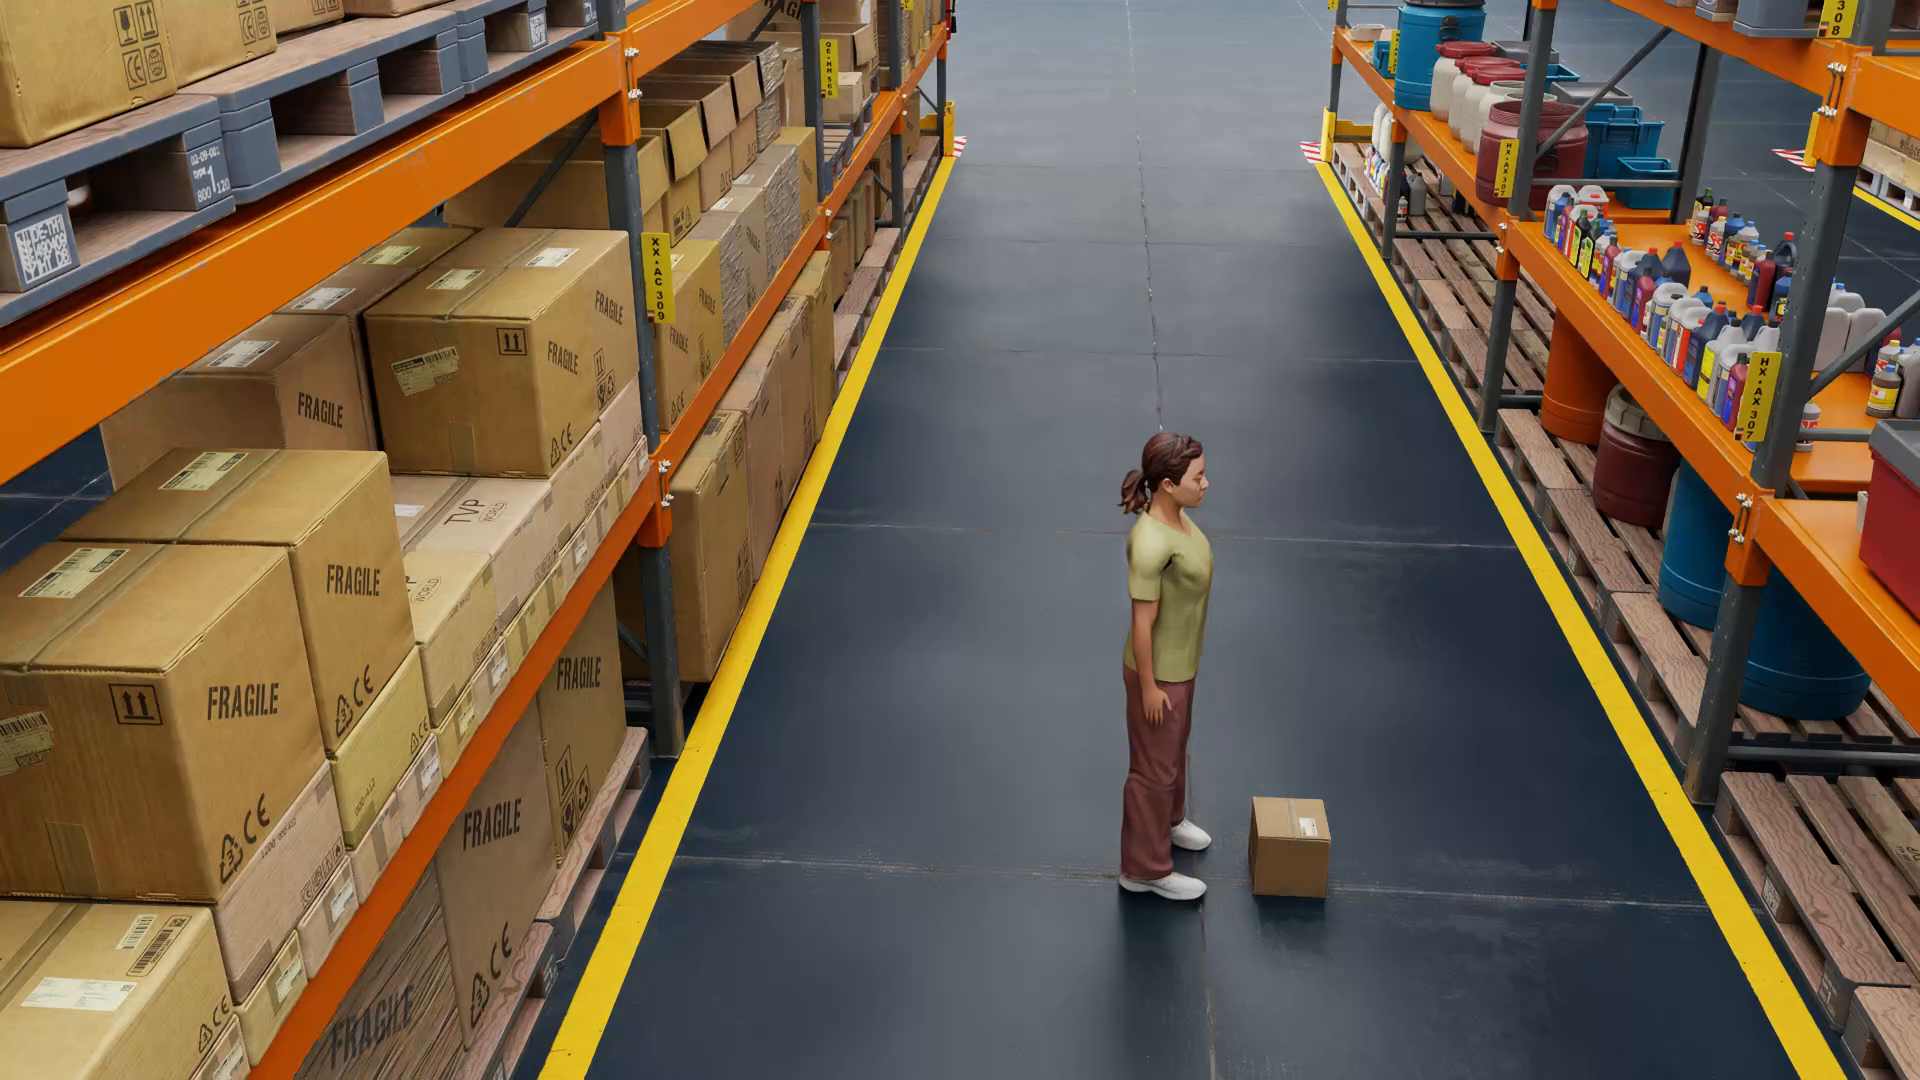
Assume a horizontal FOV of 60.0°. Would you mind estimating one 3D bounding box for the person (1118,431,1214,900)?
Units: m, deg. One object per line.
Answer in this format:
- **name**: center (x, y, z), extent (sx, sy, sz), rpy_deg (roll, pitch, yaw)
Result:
- **person**: center (0.712, 0.417, 5.688), extent (0.396, 1.679, 0.521), rpy_deg (6, 25, 14)
